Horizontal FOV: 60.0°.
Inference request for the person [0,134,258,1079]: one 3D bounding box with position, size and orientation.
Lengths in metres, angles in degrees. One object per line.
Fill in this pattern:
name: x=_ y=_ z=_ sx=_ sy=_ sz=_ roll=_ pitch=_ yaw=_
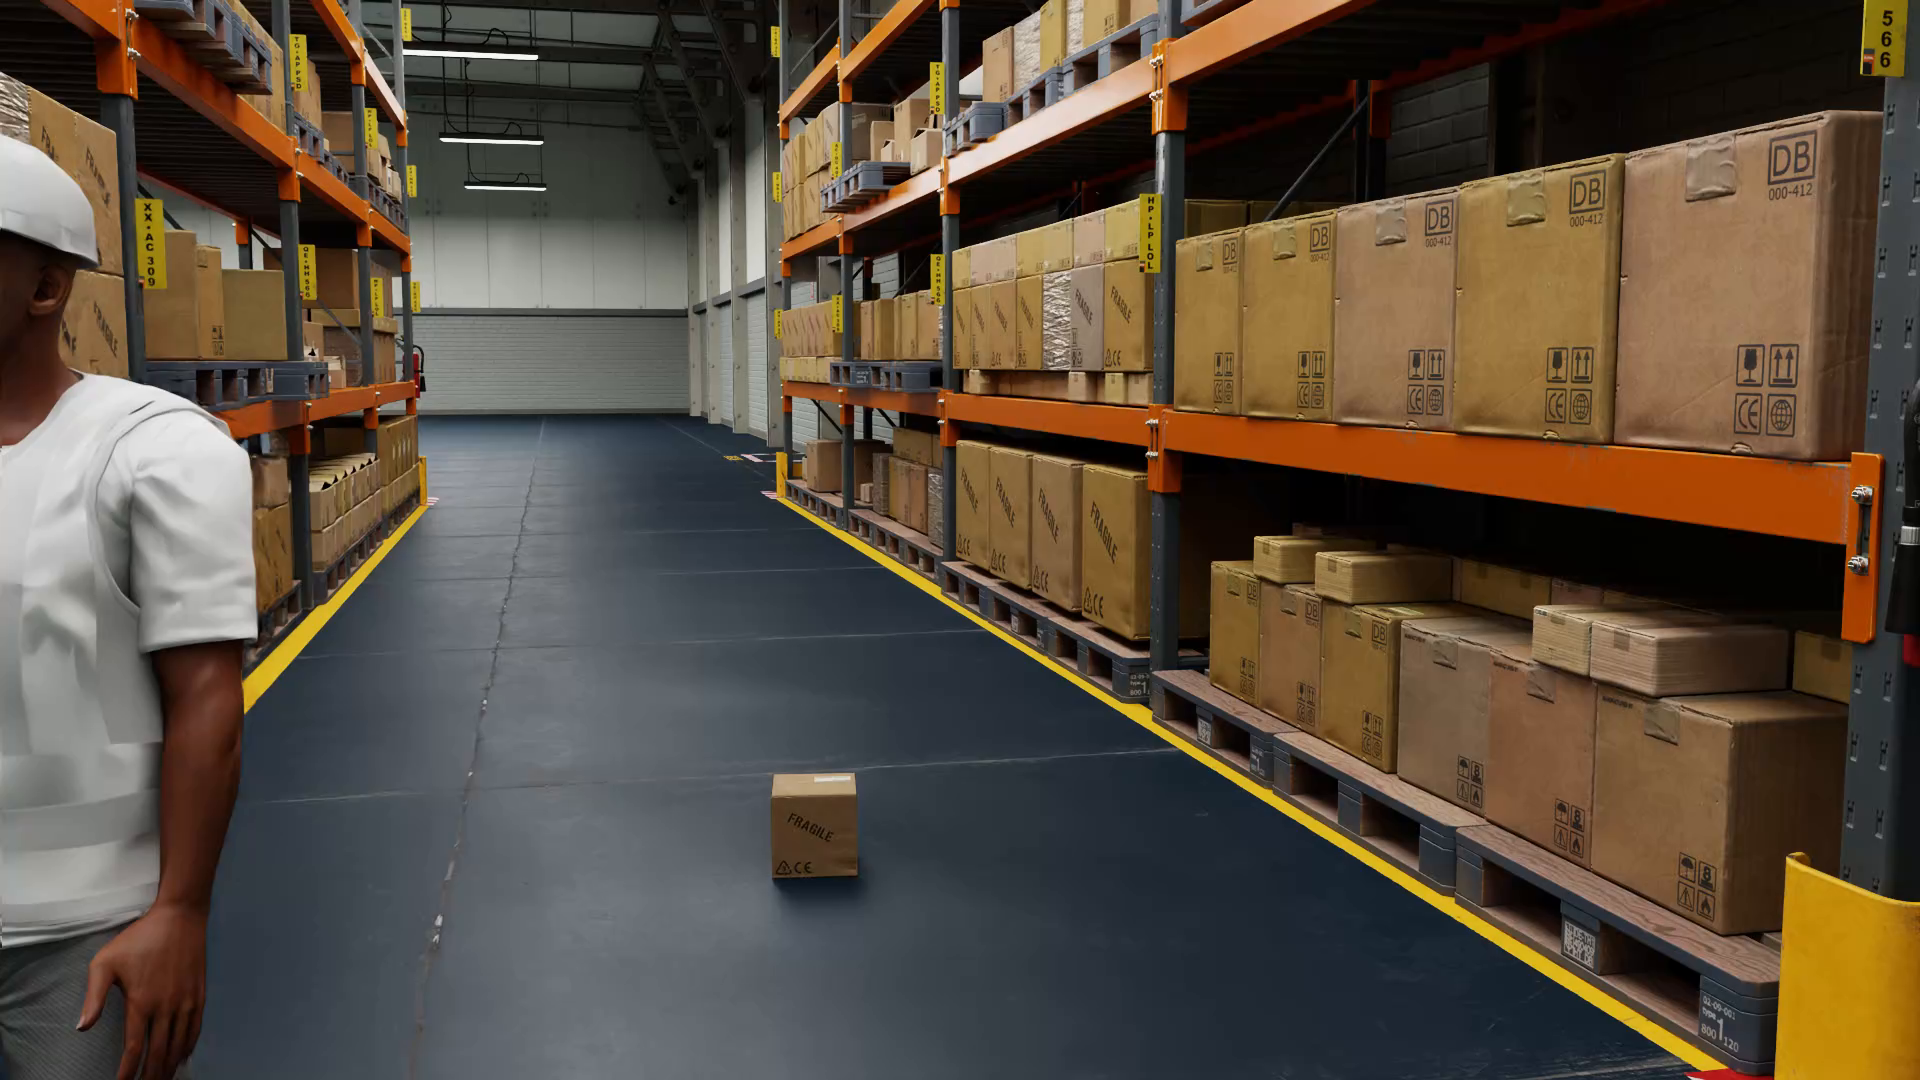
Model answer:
person: x=-1.087 y=0.413 z=1.902 sx=0.569 sy=1.739 sz=0.842 roll=0 pitch=6 yaw=1
